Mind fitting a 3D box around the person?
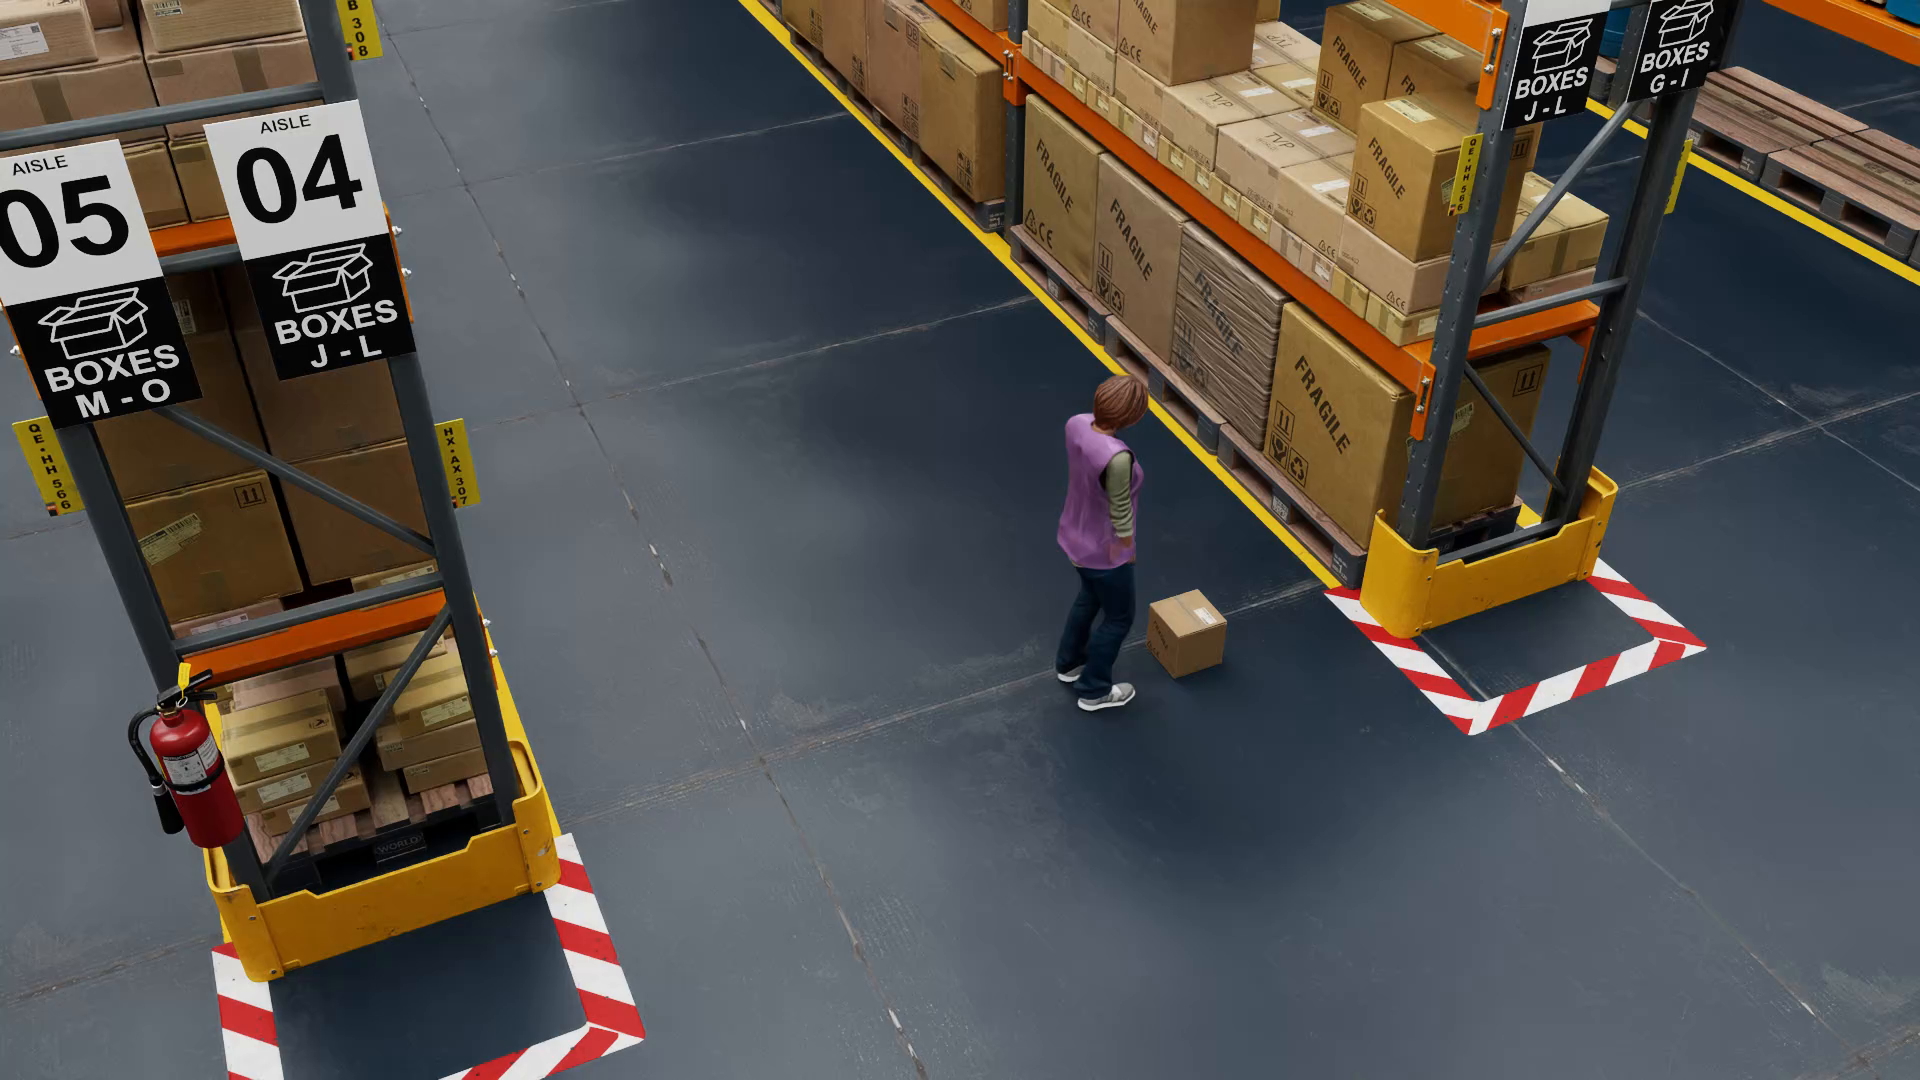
[{"bbox_3d":[0.572,0.010,6.870,0.341,1.578,0.417,-15,40,-19],"label":"person"}]
